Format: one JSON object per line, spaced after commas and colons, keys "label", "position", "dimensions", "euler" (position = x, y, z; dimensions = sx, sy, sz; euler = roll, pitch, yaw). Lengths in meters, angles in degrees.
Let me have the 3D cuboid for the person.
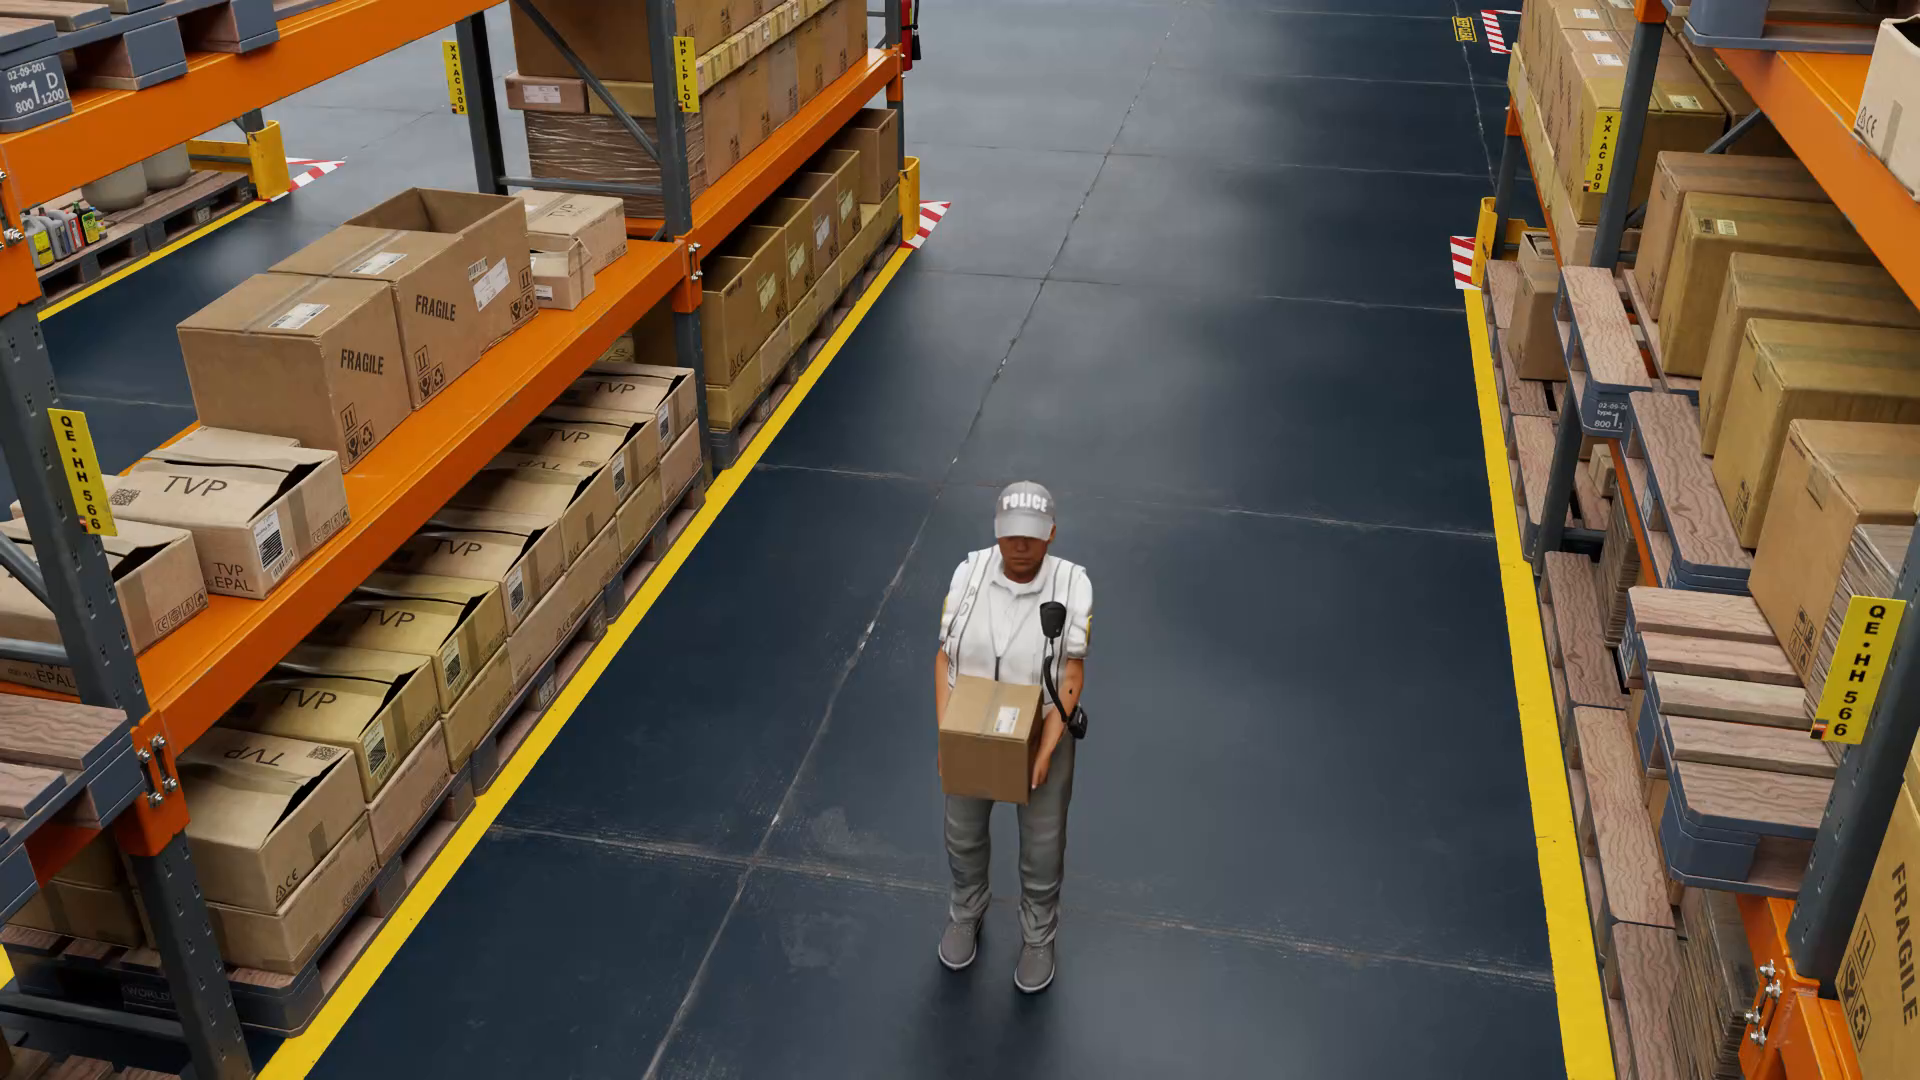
{"label": "person", "position": [0.144, 0.624, 5.007], "dimensions": [0.452, 1.653, 0.534], "euler": [6, 30, 11]}
